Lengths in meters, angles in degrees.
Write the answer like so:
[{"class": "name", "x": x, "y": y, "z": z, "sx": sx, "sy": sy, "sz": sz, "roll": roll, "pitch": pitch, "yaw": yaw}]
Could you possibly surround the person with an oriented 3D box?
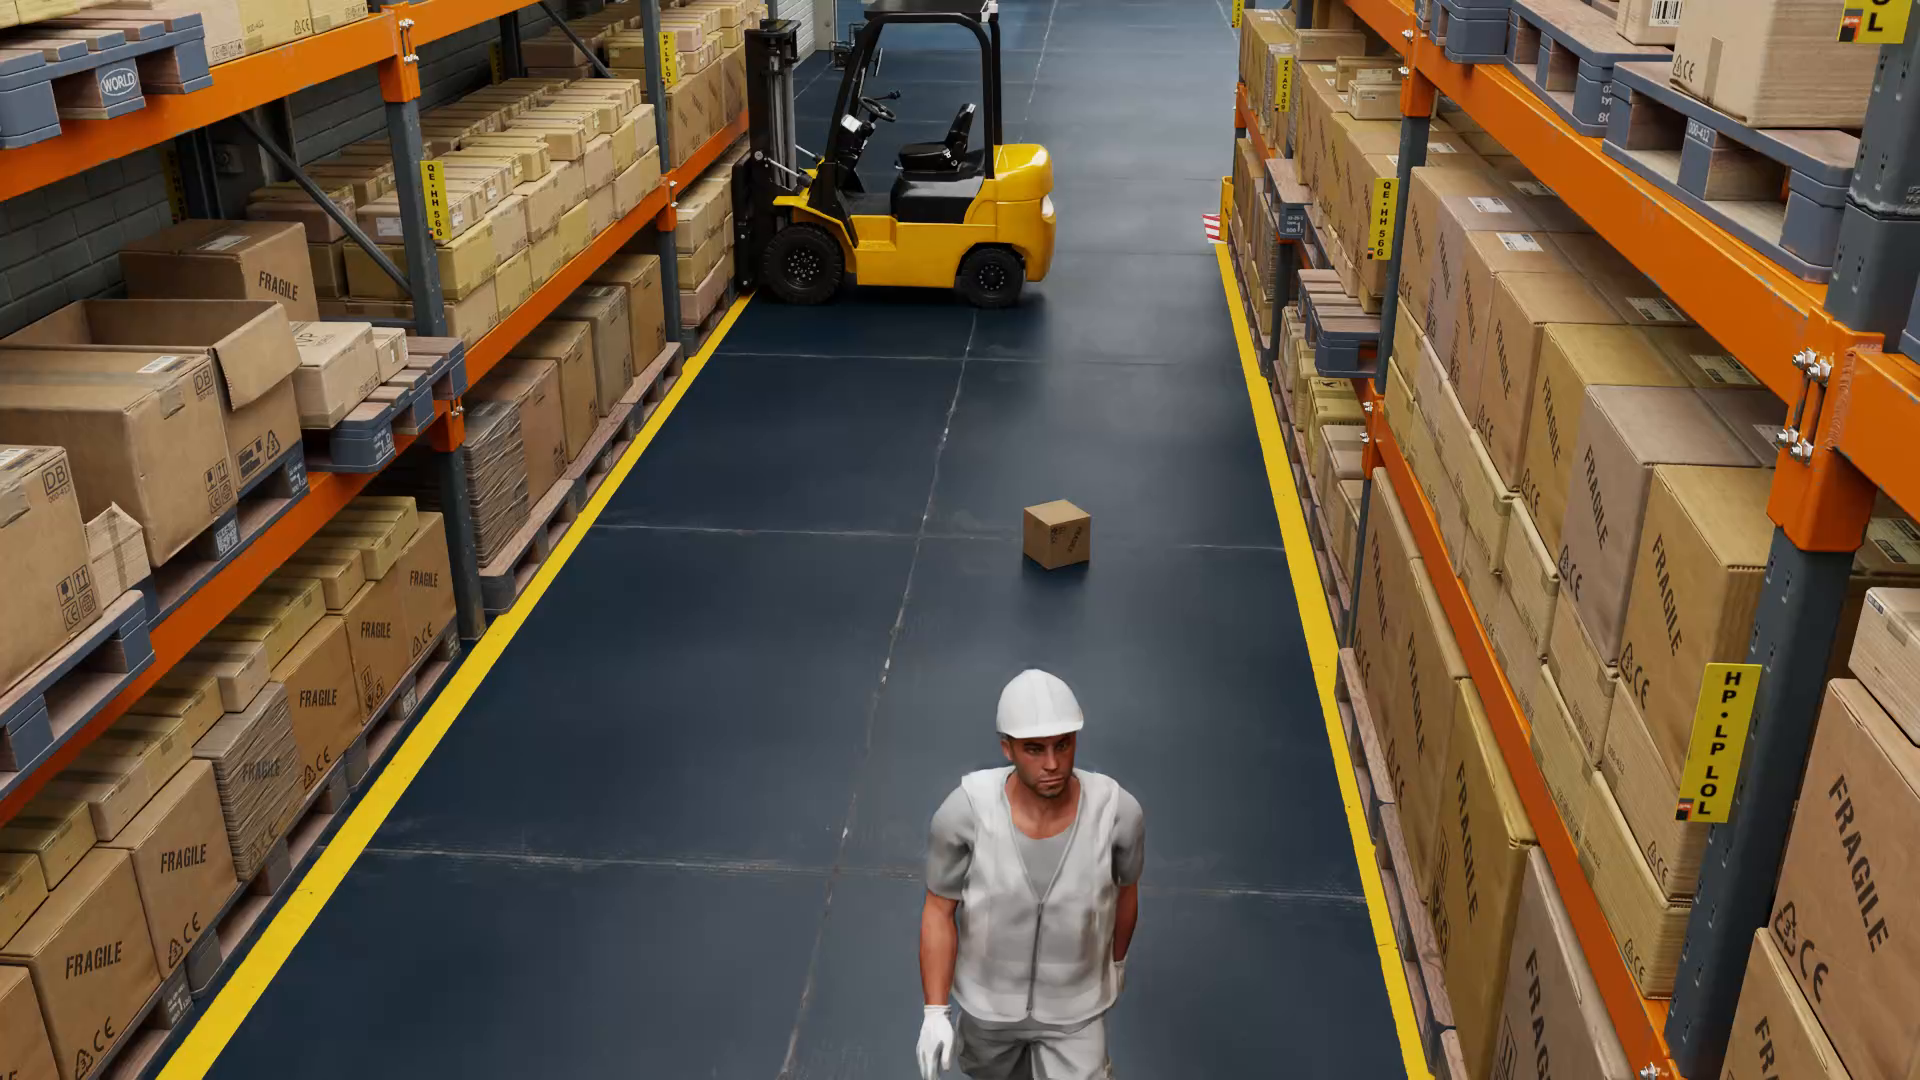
[{"class": "person", "x": 0.168, "y": 1.136, "z": 4.059, "sx": 0.532, "sy": 1.743, "sz": 1.043, "roll": 2, "pitch": 24, "yaw": 4}]
